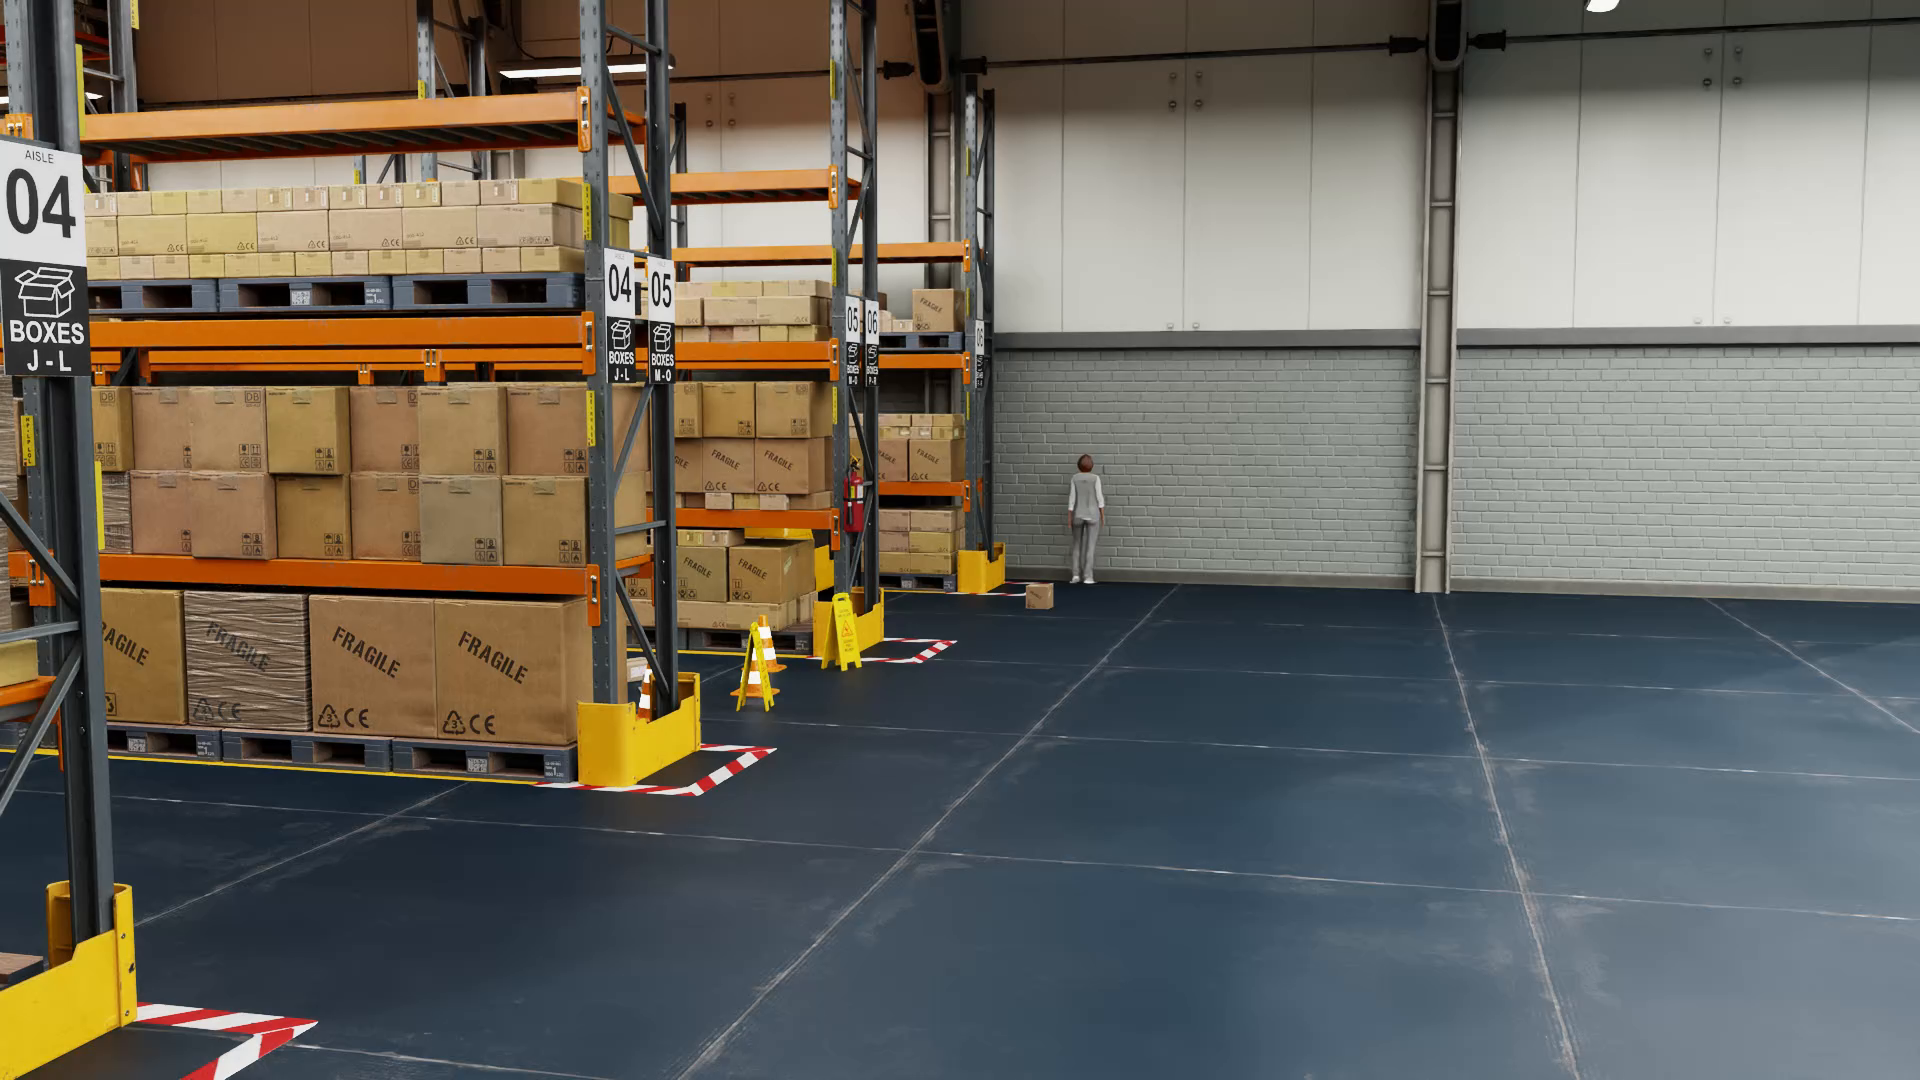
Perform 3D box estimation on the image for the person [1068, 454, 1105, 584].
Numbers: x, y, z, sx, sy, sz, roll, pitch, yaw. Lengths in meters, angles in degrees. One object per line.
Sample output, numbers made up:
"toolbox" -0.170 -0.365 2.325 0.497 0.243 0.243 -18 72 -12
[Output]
"person" 1.564 -0.227 20.479 0.437 1.638 0.429 1 5 15
